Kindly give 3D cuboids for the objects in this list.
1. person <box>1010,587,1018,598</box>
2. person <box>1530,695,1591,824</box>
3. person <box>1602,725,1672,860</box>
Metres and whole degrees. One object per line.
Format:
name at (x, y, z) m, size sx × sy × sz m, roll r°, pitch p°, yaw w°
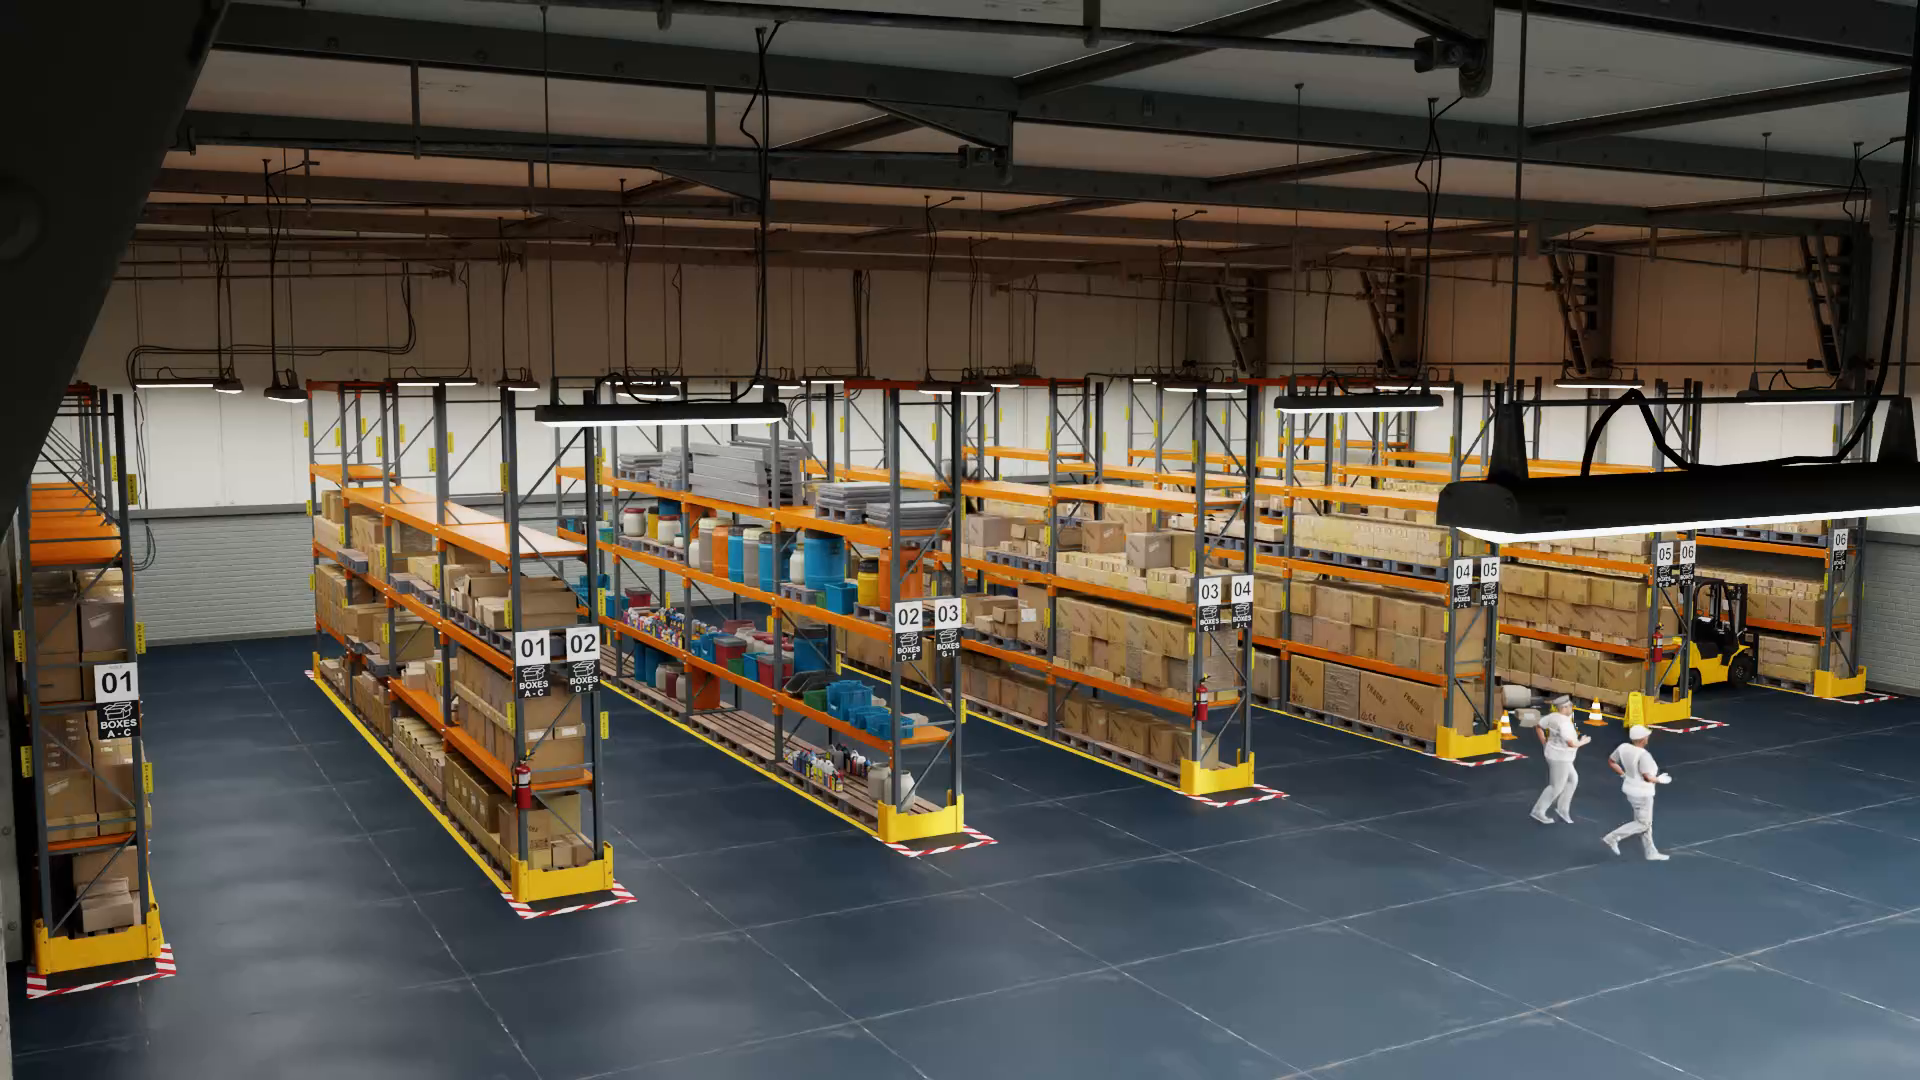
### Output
person at (1.432, 1.091, 41.968) m, size 0.570 × 1.575 × 0.705 m, roll 4°, pitch 7°, yaw 31°
person at (8.223, 3.039, 22.779) m, size 0.778 × 1.858 × 0.674 m, roll 1°, pitch 6°, yaw 5°
person at (8.564, 3.206, 21.033) m, size 0.940 × 1.768 × 0.682 m, roll -1°, pitch 6°, yaw -7°
